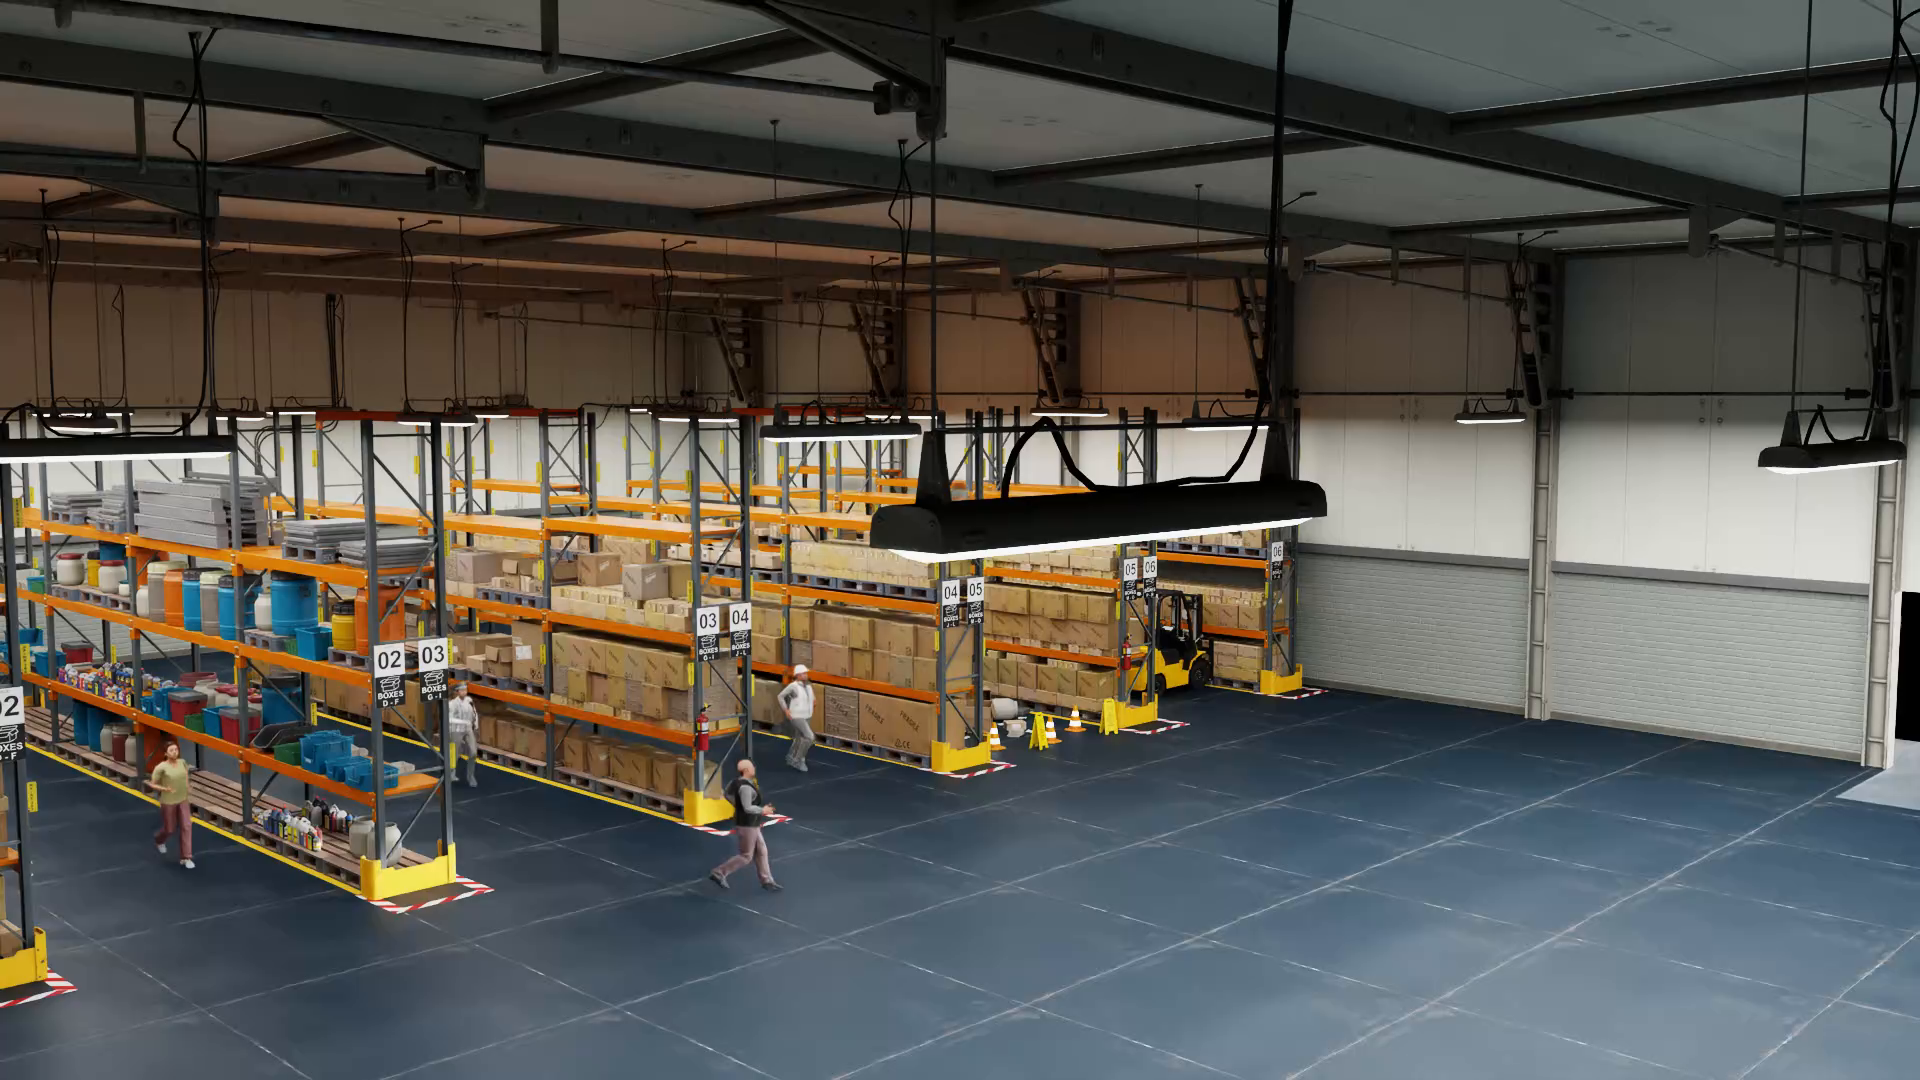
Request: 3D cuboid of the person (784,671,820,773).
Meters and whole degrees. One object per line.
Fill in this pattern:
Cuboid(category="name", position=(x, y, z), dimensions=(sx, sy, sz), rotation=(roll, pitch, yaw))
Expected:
Cuboid(category="person", position=(-2.671, 3.016, 27.824), dimensions=(0.679, 1.743, 0.481), rotation=(3, 6, 28))

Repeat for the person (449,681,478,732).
Cuboid(category="person", position=(-7.904, 2.685, 26.719), dimensions=(0.525, 0.855, 0.502), rotation=(5, 7, 45))

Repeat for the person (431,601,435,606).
Cuboid(category="person", position=(-12.701, 1.980, 39.957), dimensions=(0.561, 1.485, 0.675), rotation=(-3, 6, -34))

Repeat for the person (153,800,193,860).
Cuboid(category="person", position=(-10.568, 3.805, 22.328), dimensions=(0.770, 0.916, 0.342), rotation=(4, 7, 39))

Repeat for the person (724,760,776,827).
Cuboid(category="person", position=(-2.638, 3.171, 20.931), dimensions=(0.612, 0.833, 0.673), rotation=(-1, 5, -15))
